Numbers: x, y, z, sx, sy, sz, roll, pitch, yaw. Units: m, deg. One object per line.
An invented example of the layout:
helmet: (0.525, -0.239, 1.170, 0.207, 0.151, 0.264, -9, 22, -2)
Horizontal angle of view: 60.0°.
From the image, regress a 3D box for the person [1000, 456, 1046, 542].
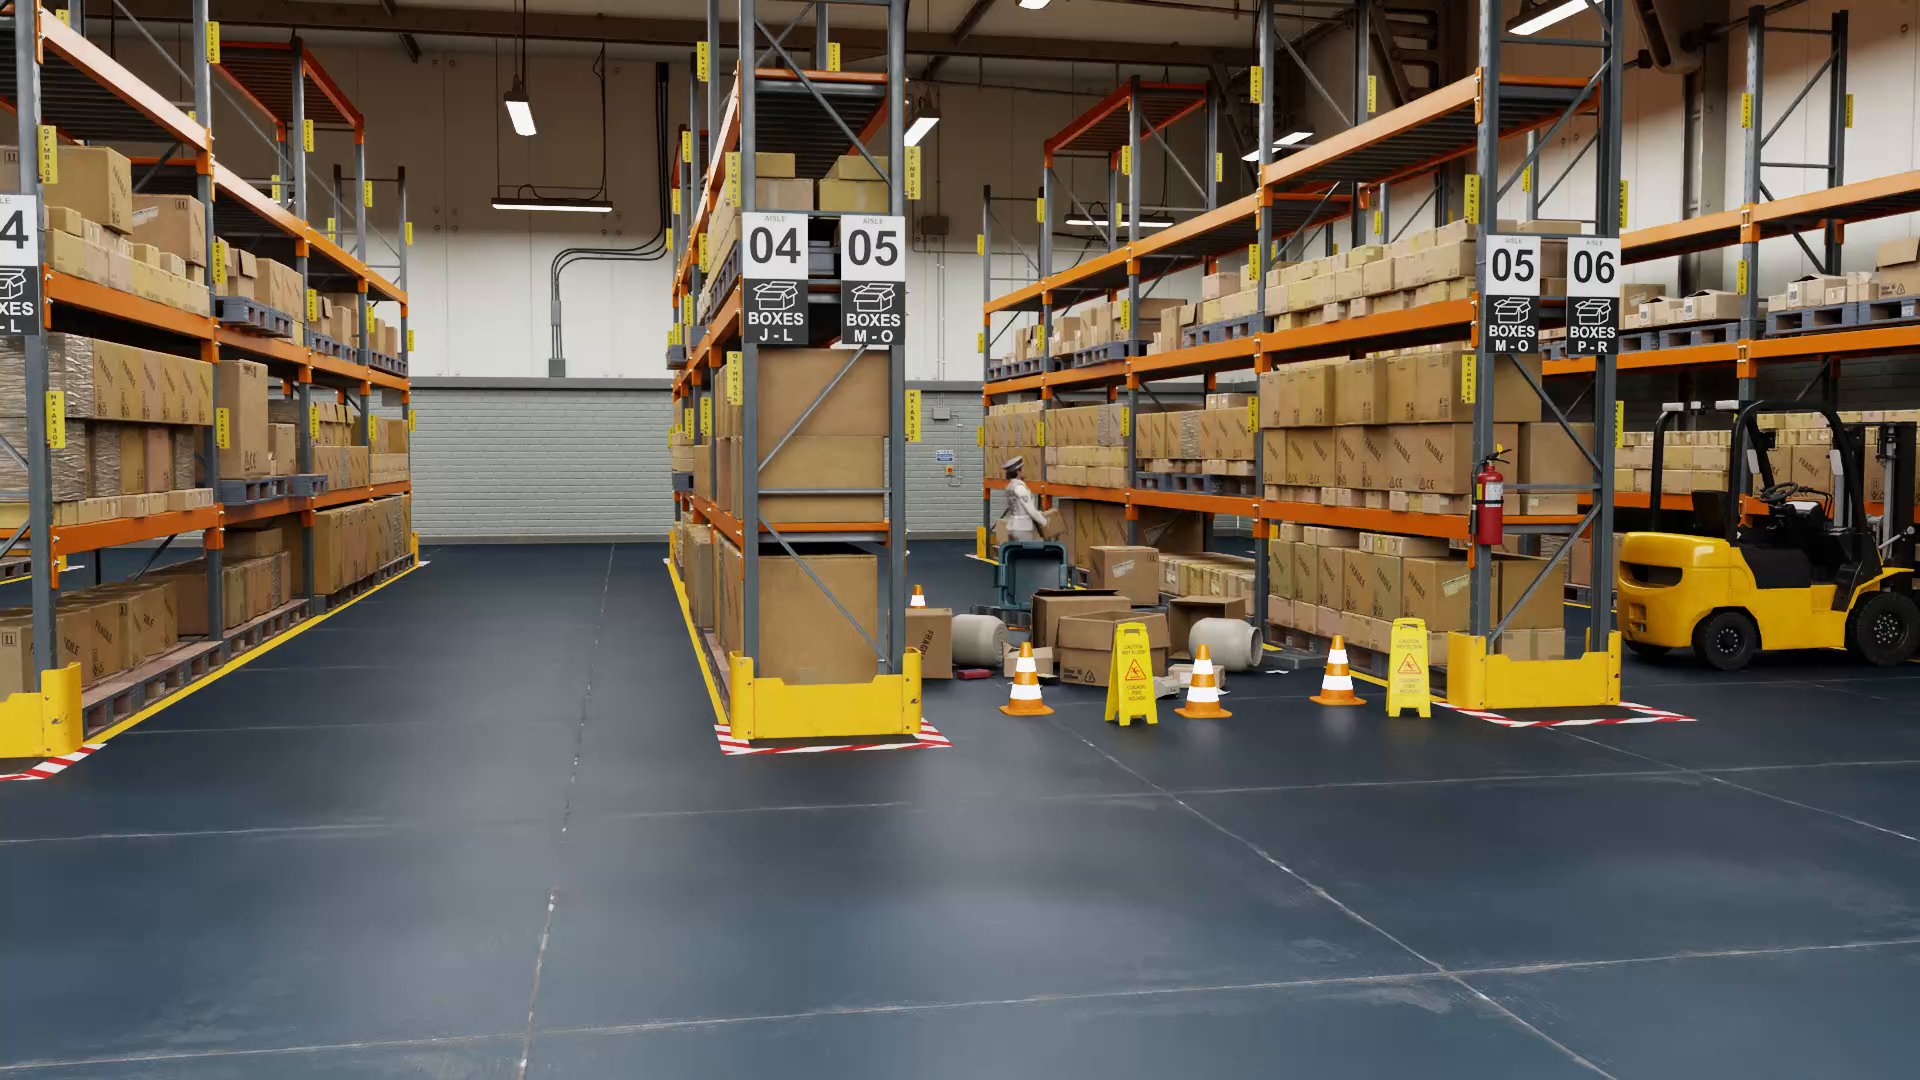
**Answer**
person: (0.720, -0.072, 18.124, 0.548, 1.698, 0.480, -1, 3, -18)
